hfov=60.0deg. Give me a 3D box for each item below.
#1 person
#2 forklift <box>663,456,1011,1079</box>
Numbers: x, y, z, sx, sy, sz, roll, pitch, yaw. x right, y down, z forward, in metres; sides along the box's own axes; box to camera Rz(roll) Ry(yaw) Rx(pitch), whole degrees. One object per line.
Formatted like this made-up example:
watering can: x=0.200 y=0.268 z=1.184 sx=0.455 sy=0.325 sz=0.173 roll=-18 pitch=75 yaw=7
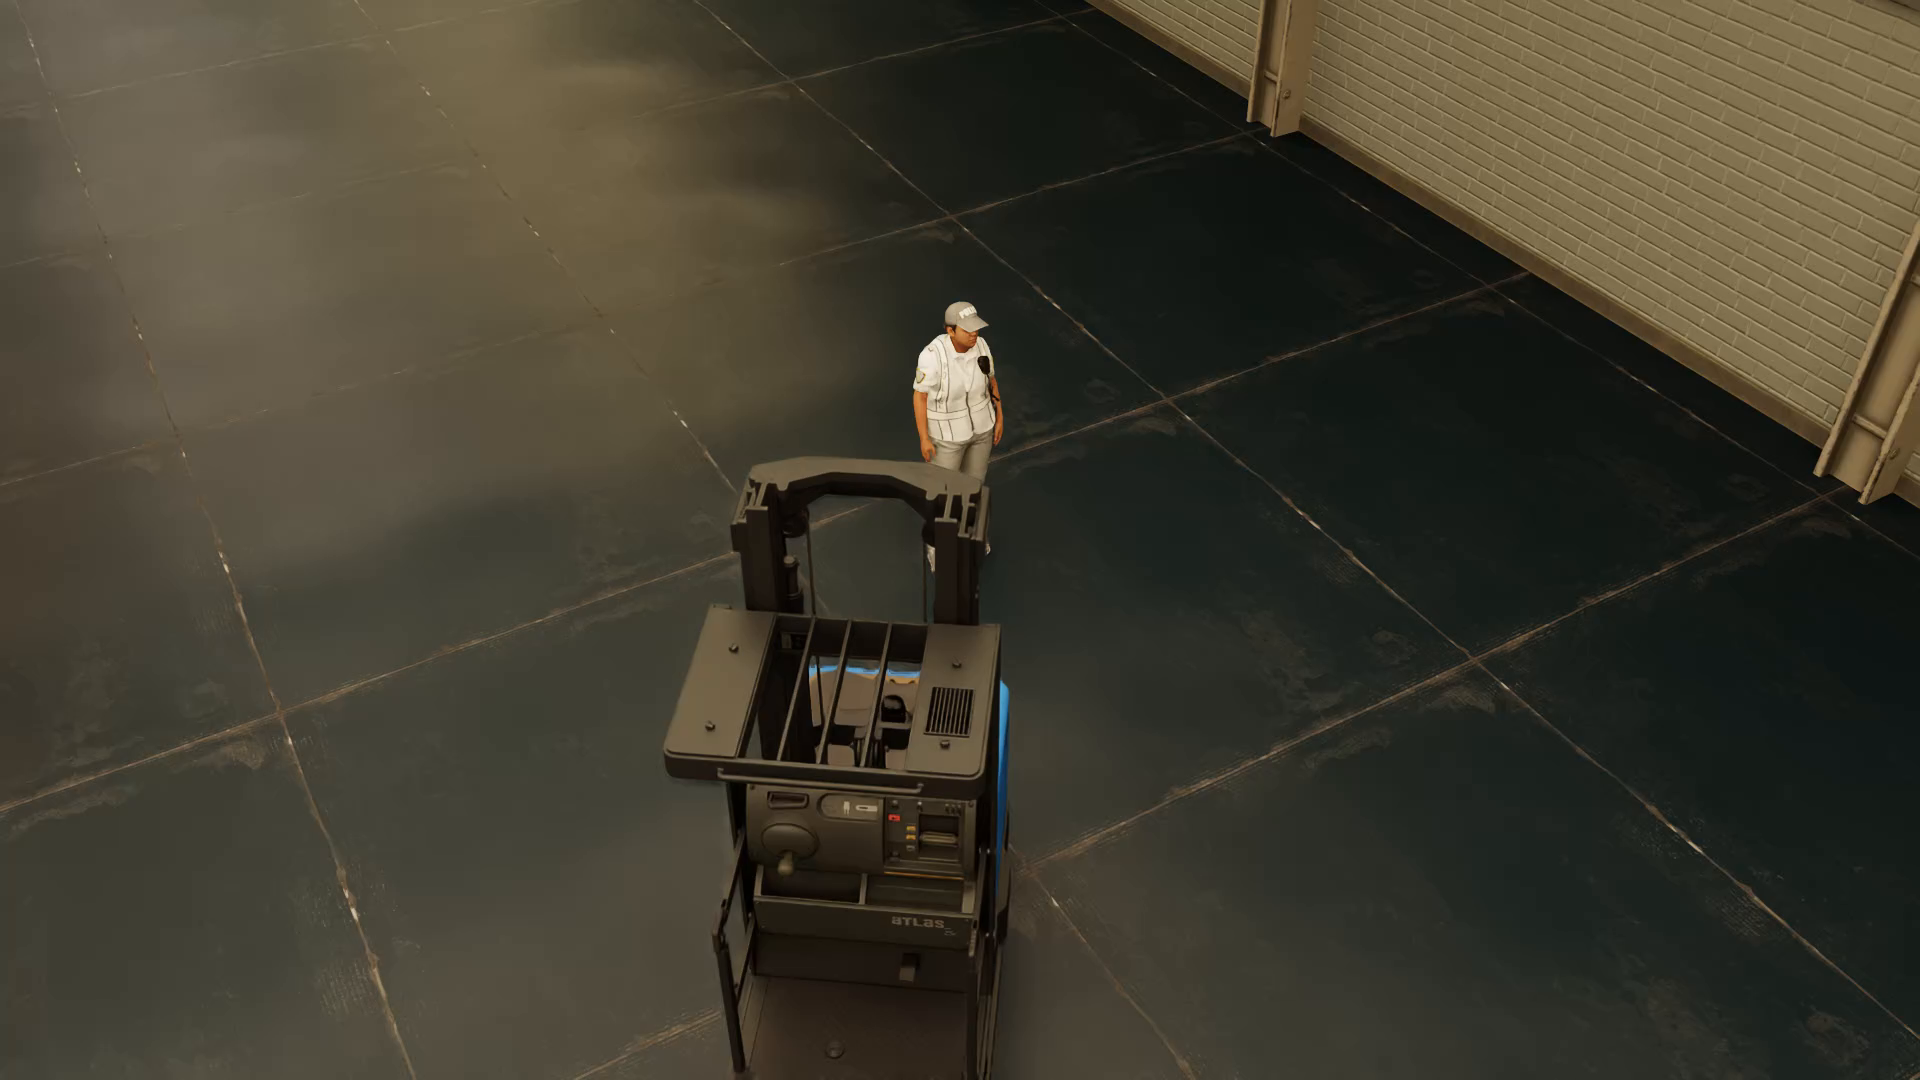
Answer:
person: x=0.019 y=-0.597 z=9.736 sx=0.598 sy=1.670 sz=0.529 roll=-20 pitch=44 yaw=-23
forklift: x=-0.418 y=1.253 z=6.525 sx=1.130 sy=2.935 sz=3.031 roll=4 pitch=40 yaw=5
